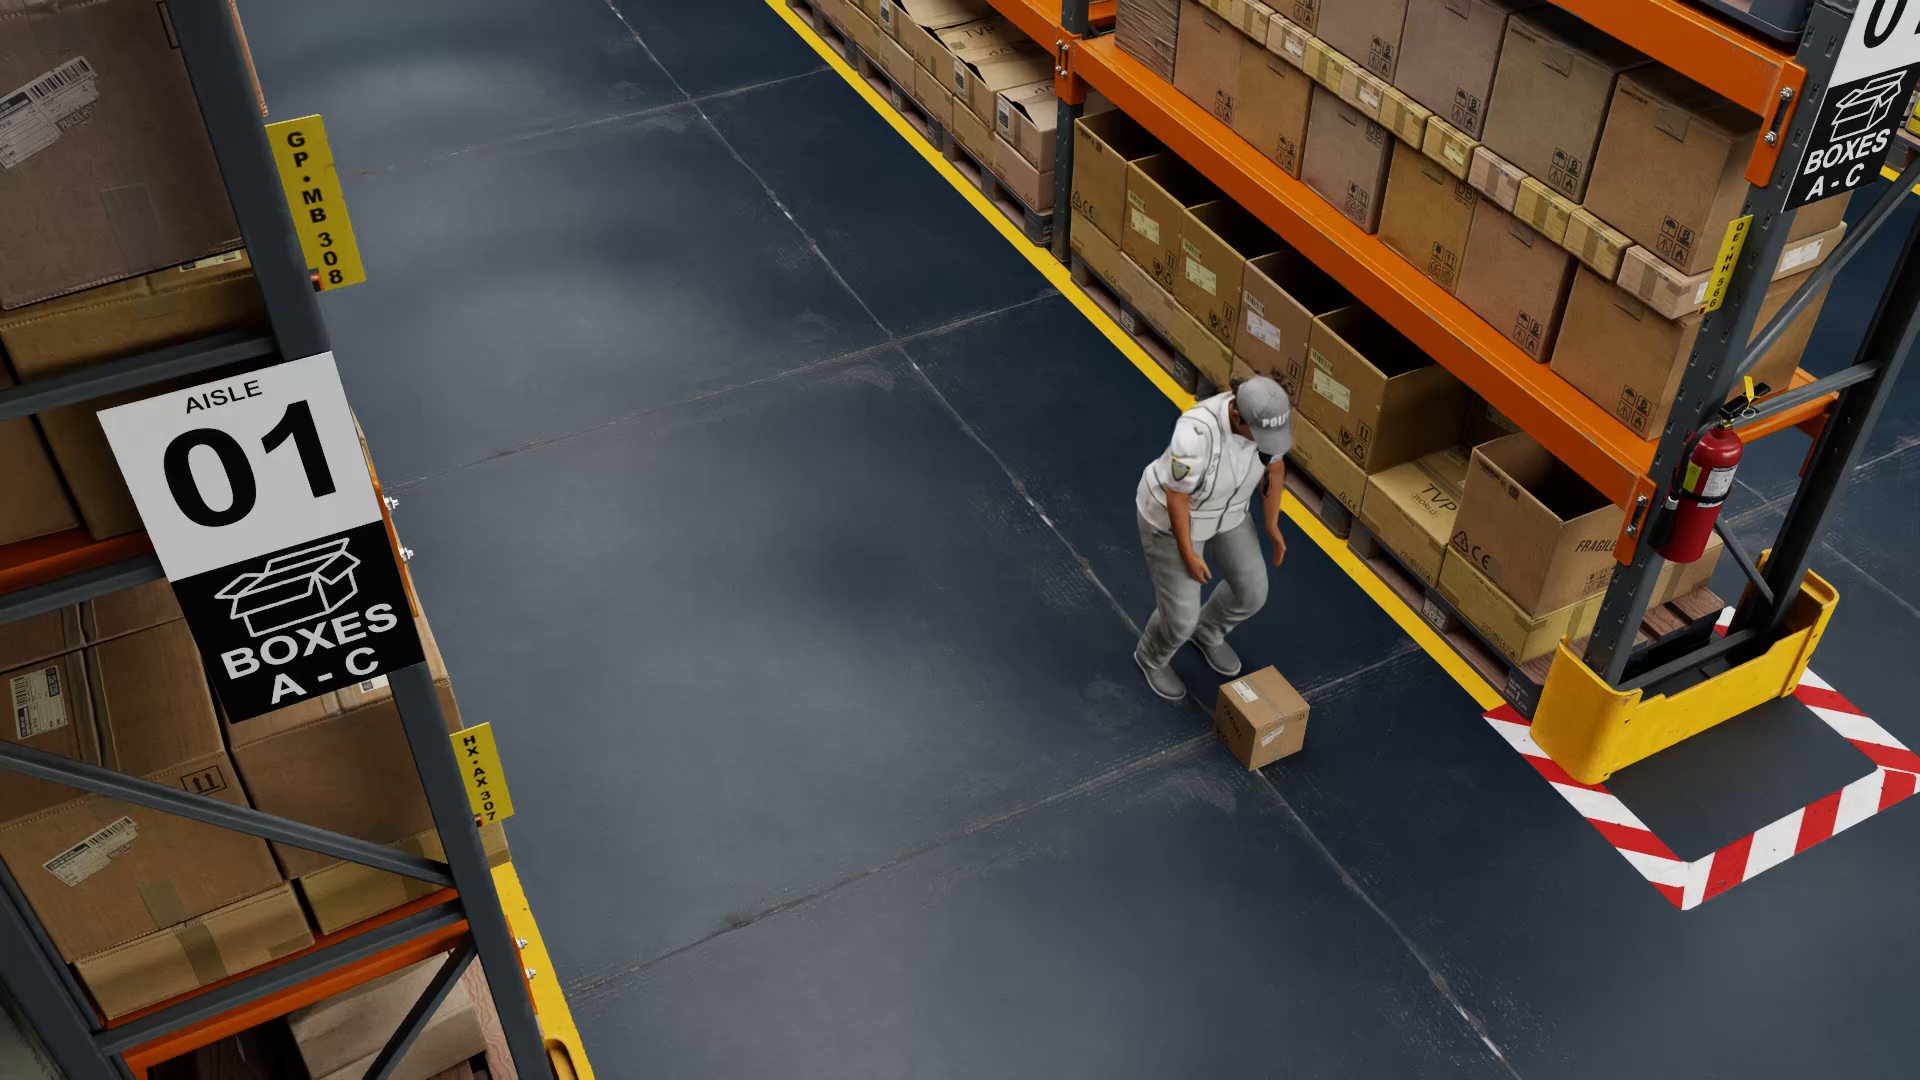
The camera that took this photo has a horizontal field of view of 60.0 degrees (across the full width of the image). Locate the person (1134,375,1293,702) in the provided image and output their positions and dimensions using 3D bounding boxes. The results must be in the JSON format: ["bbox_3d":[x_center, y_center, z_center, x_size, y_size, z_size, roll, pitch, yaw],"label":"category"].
[{"bbox_3d":[0.972,-0.054,6.322,0.519,1.541,0.591,-19,45,-20],"label":"person"}]
